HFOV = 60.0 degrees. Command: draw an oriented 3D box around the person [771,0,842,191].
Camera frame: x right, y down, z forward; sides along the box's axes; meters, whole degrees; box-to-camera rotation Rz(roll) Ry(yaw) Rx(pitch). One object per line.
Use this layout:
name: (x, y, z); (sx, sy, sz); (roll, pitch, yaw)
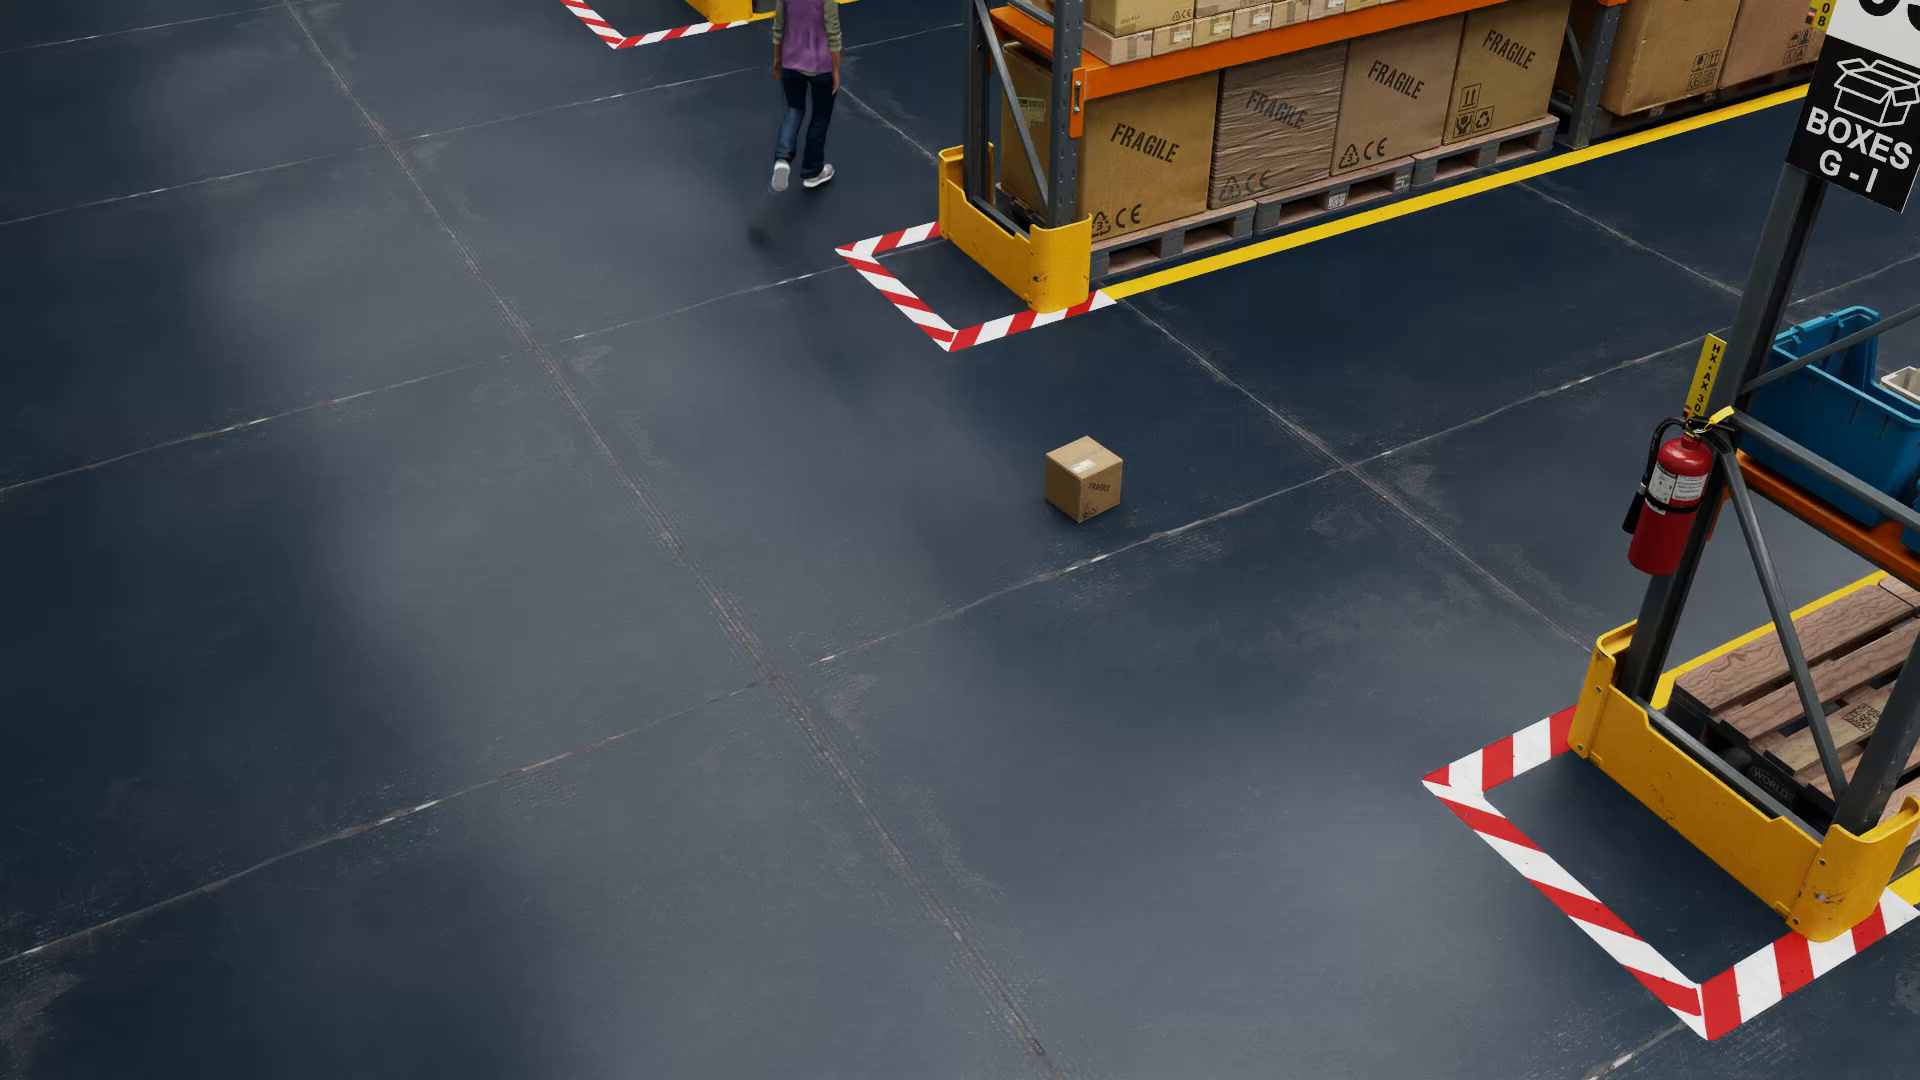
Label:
person: (-0.911, -2.768, 9.754); (0.465, 1.580, 0.600); (16, 40, 20)
